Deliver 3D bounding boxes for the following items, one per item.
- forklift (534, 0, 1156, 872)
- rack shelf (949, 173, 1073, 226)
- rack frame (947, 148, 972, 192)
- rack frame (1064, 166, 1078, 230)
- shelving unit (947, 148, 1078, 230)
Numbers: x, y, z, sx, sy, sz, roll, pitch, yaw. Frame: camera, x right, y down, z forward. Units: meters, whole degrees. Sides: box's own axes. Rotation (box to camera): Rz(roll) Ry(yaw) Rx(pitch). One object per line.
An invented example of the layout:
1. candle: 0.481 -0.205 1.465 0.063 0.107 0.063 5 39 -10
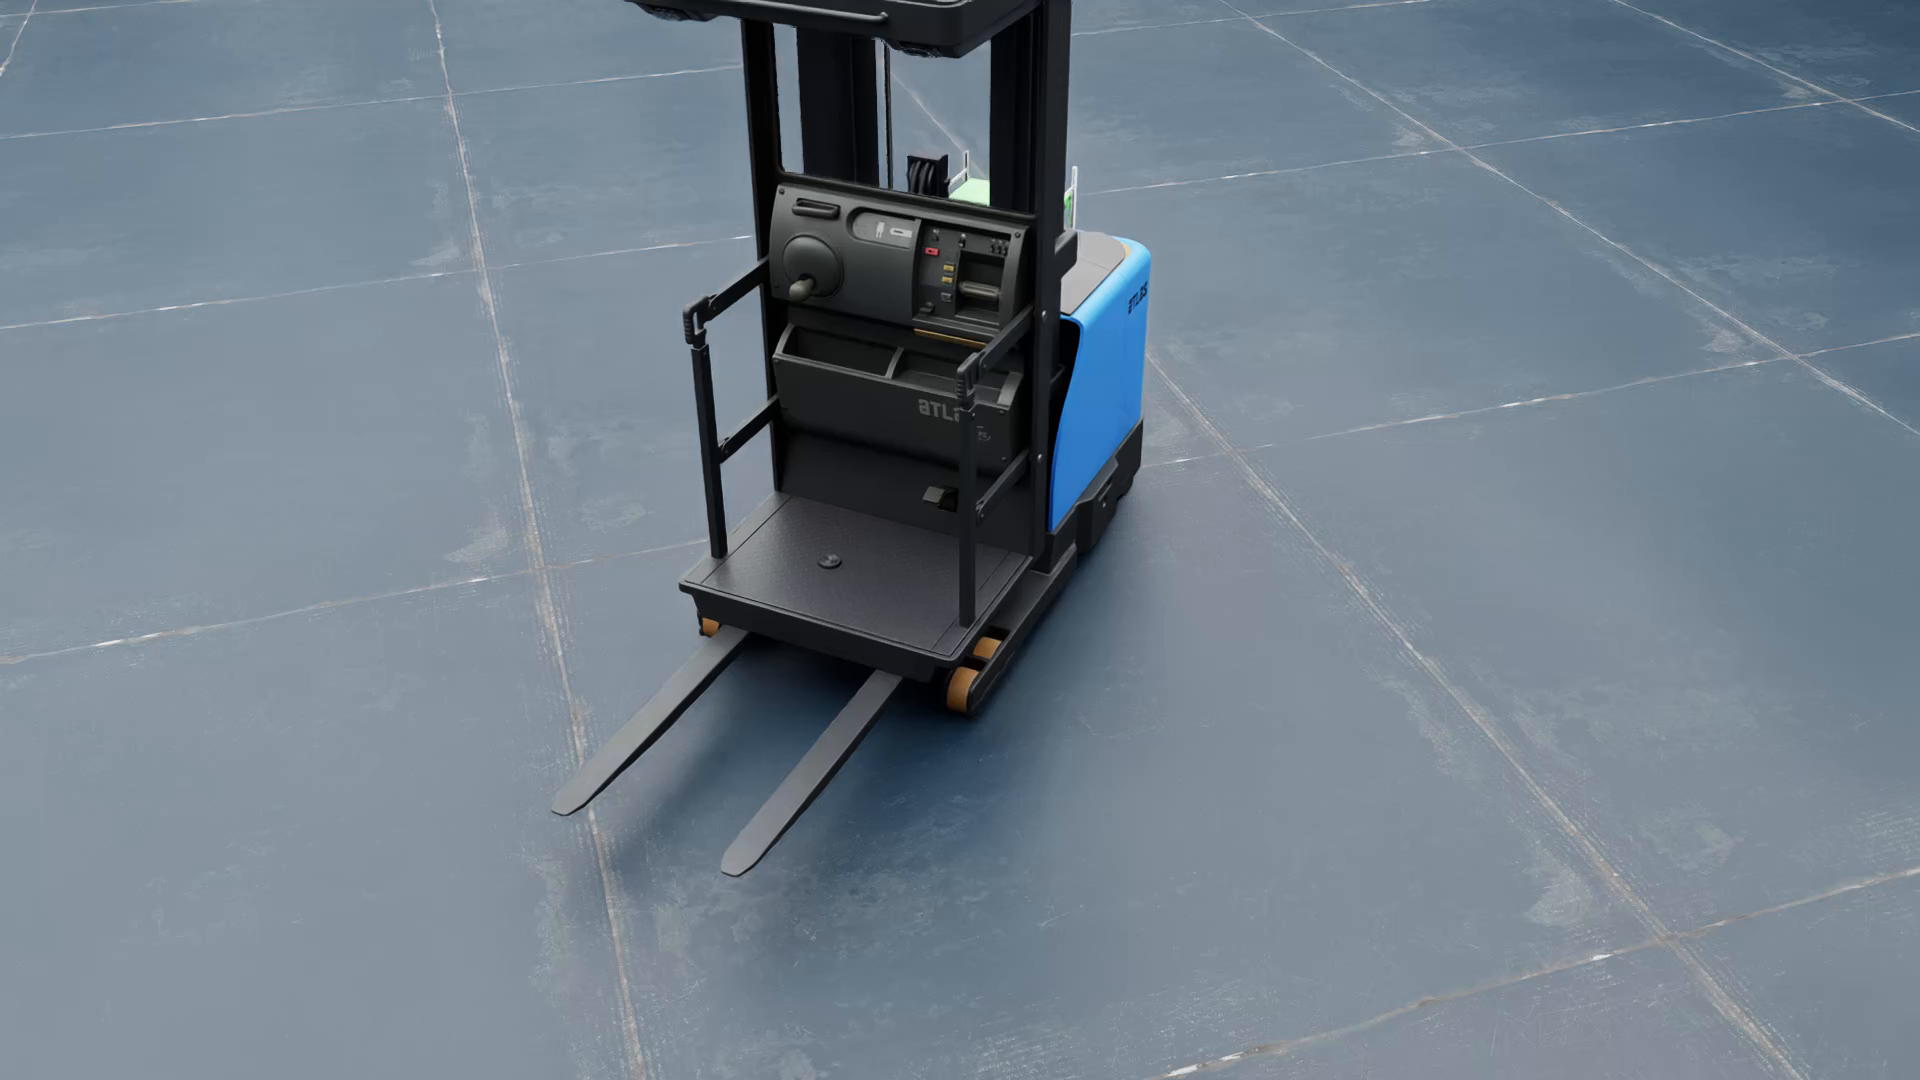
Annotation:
1. forklift: -0.330 -0.892 5.441 1.130 2.935 3.031 16 37 22
2. rack shelf: 0.212 -1.401 7.024 0.480 0.148 0.258 15 35 21
3. rack frame: -0.011 -1.109 7.337 0.015 1.200 0.240 15 35 21
4. rack frame: 0.429 -0.993 7.162 0.015 1.200 0.240 15 35 21
5. shelving unit: 0.209 -1.051 7.249 0.503 1.200 0.258 15 35 21
